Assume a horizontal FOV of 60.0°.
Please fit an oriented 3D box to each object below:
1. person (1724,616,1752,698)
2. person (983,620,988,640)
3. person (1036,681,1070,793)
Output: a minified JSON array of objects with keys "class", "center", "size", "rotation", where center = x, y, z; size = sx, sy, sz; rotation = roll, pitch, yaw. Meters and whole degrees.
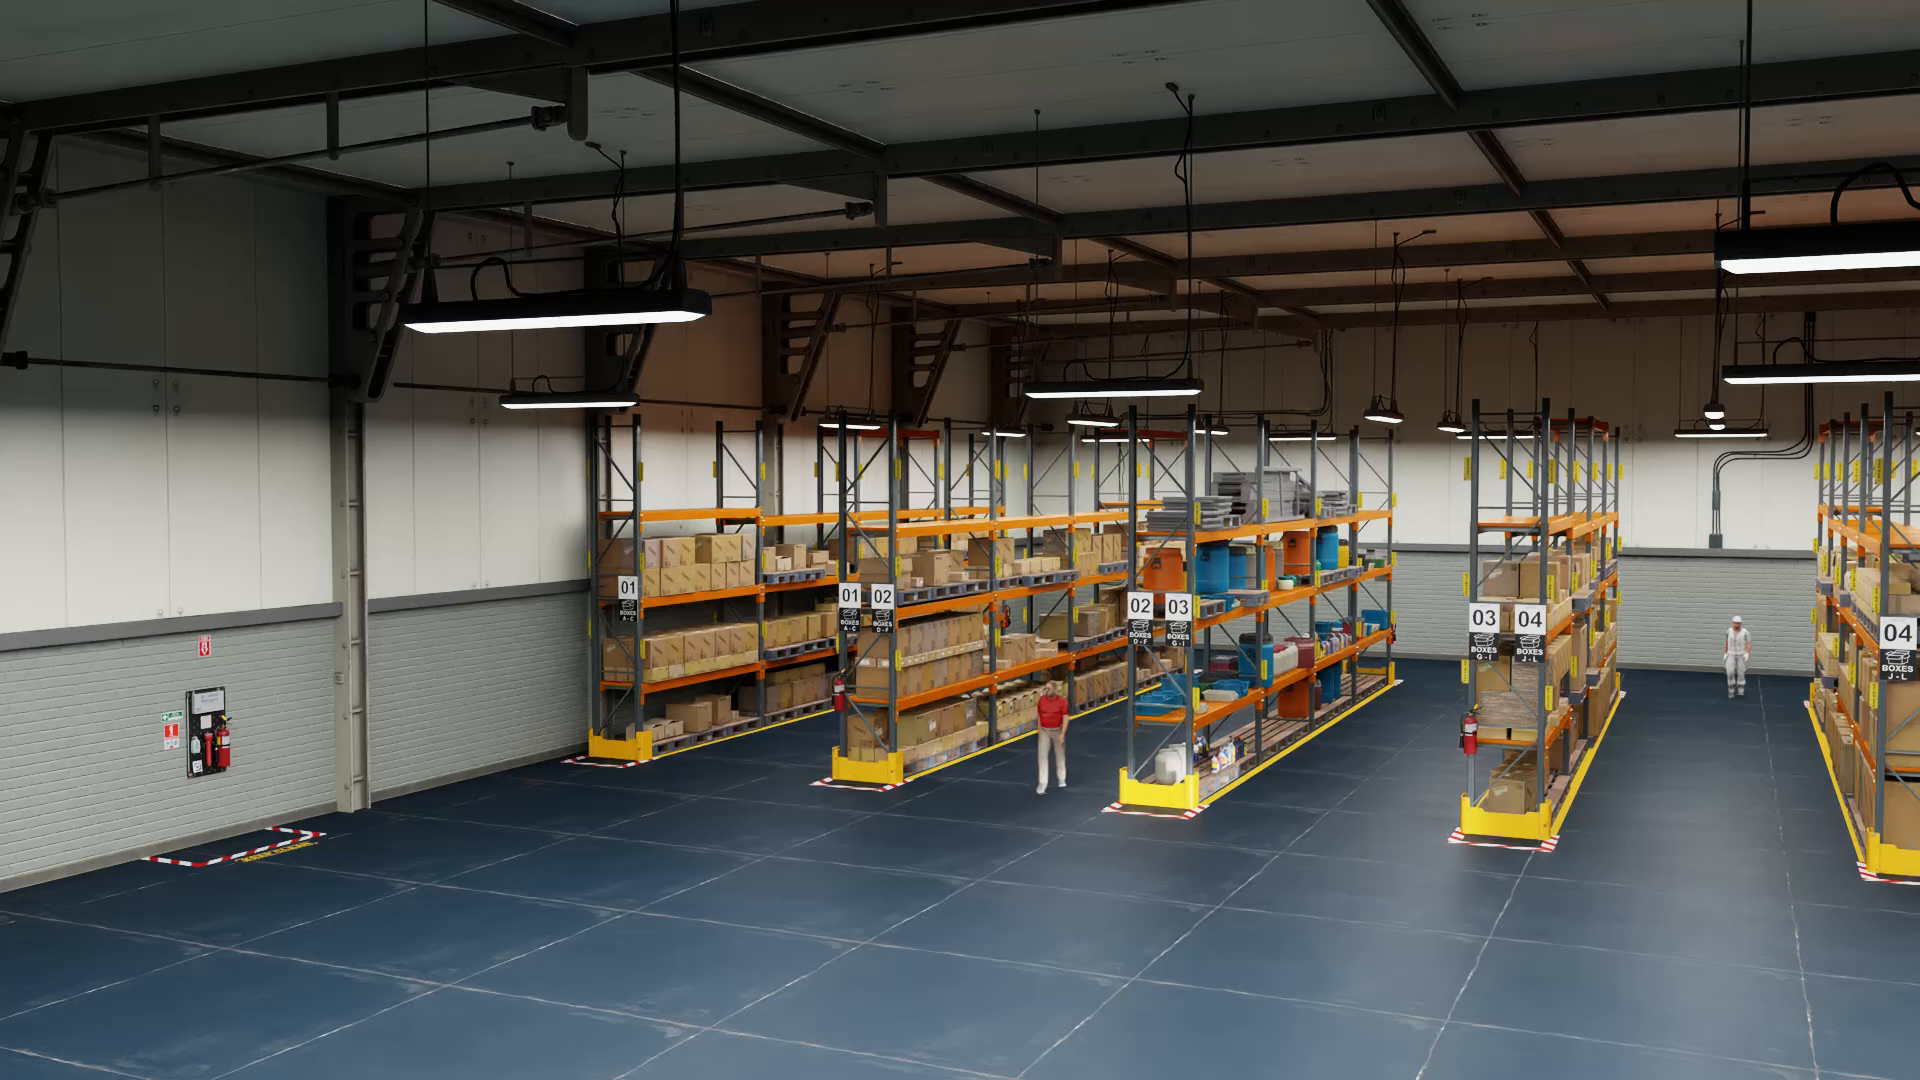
[{"class":"person","center":[17.262,2.609,36.934],"size":[0.575,1.840,0.531],"rotation":[2,3,35]},{"class":"person","center":[0.421,2.579,39.058],"size":[0.471,1.697,0.754],"rotation":[1,3,30]},{"class":"person","center":[1.439,3.060,26.084],"size":[0.555,1.695,0.890],"rotation":[1,2,18]}]
